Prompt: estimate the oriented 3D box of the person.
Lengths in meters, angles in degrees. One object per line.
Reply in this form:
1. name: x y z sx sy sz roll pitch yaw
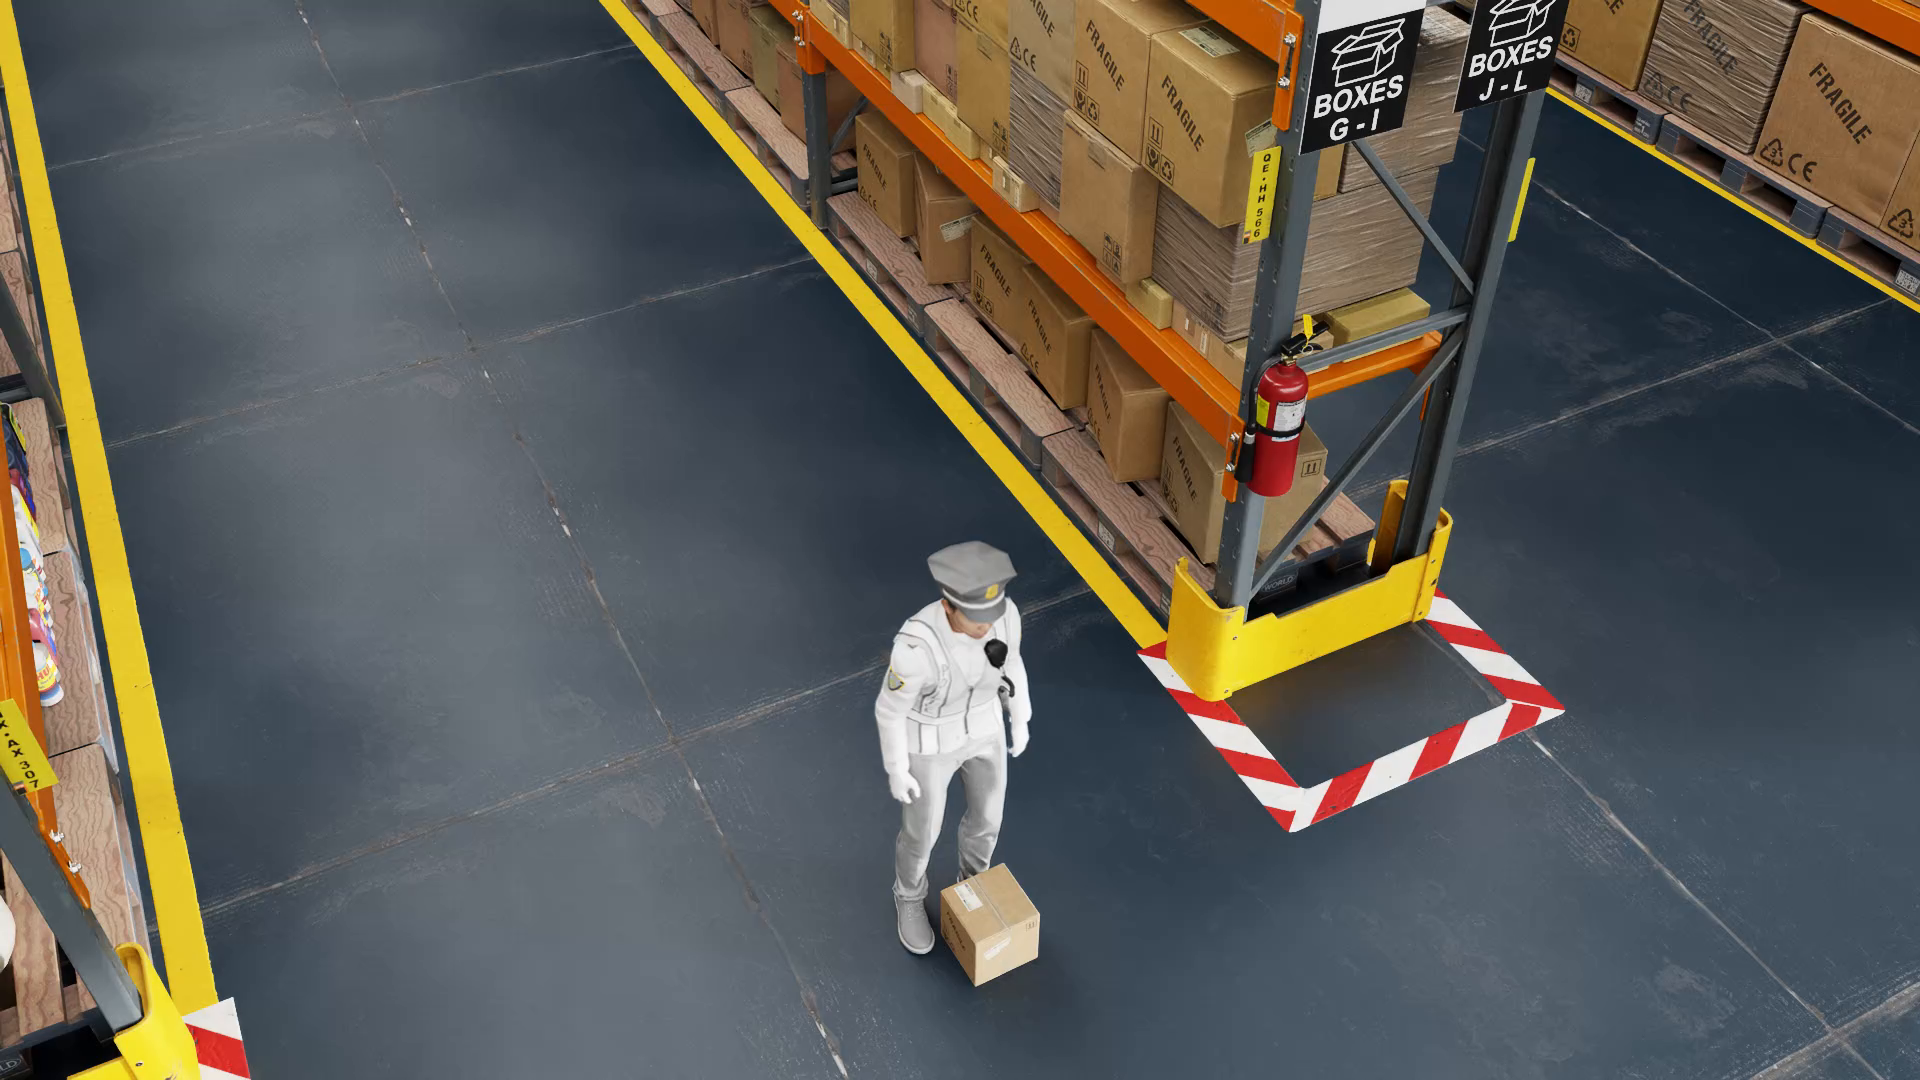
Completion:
1. person: -0.003 0.666 5.404 0.539 1.663 0.405 -20 45 -21
